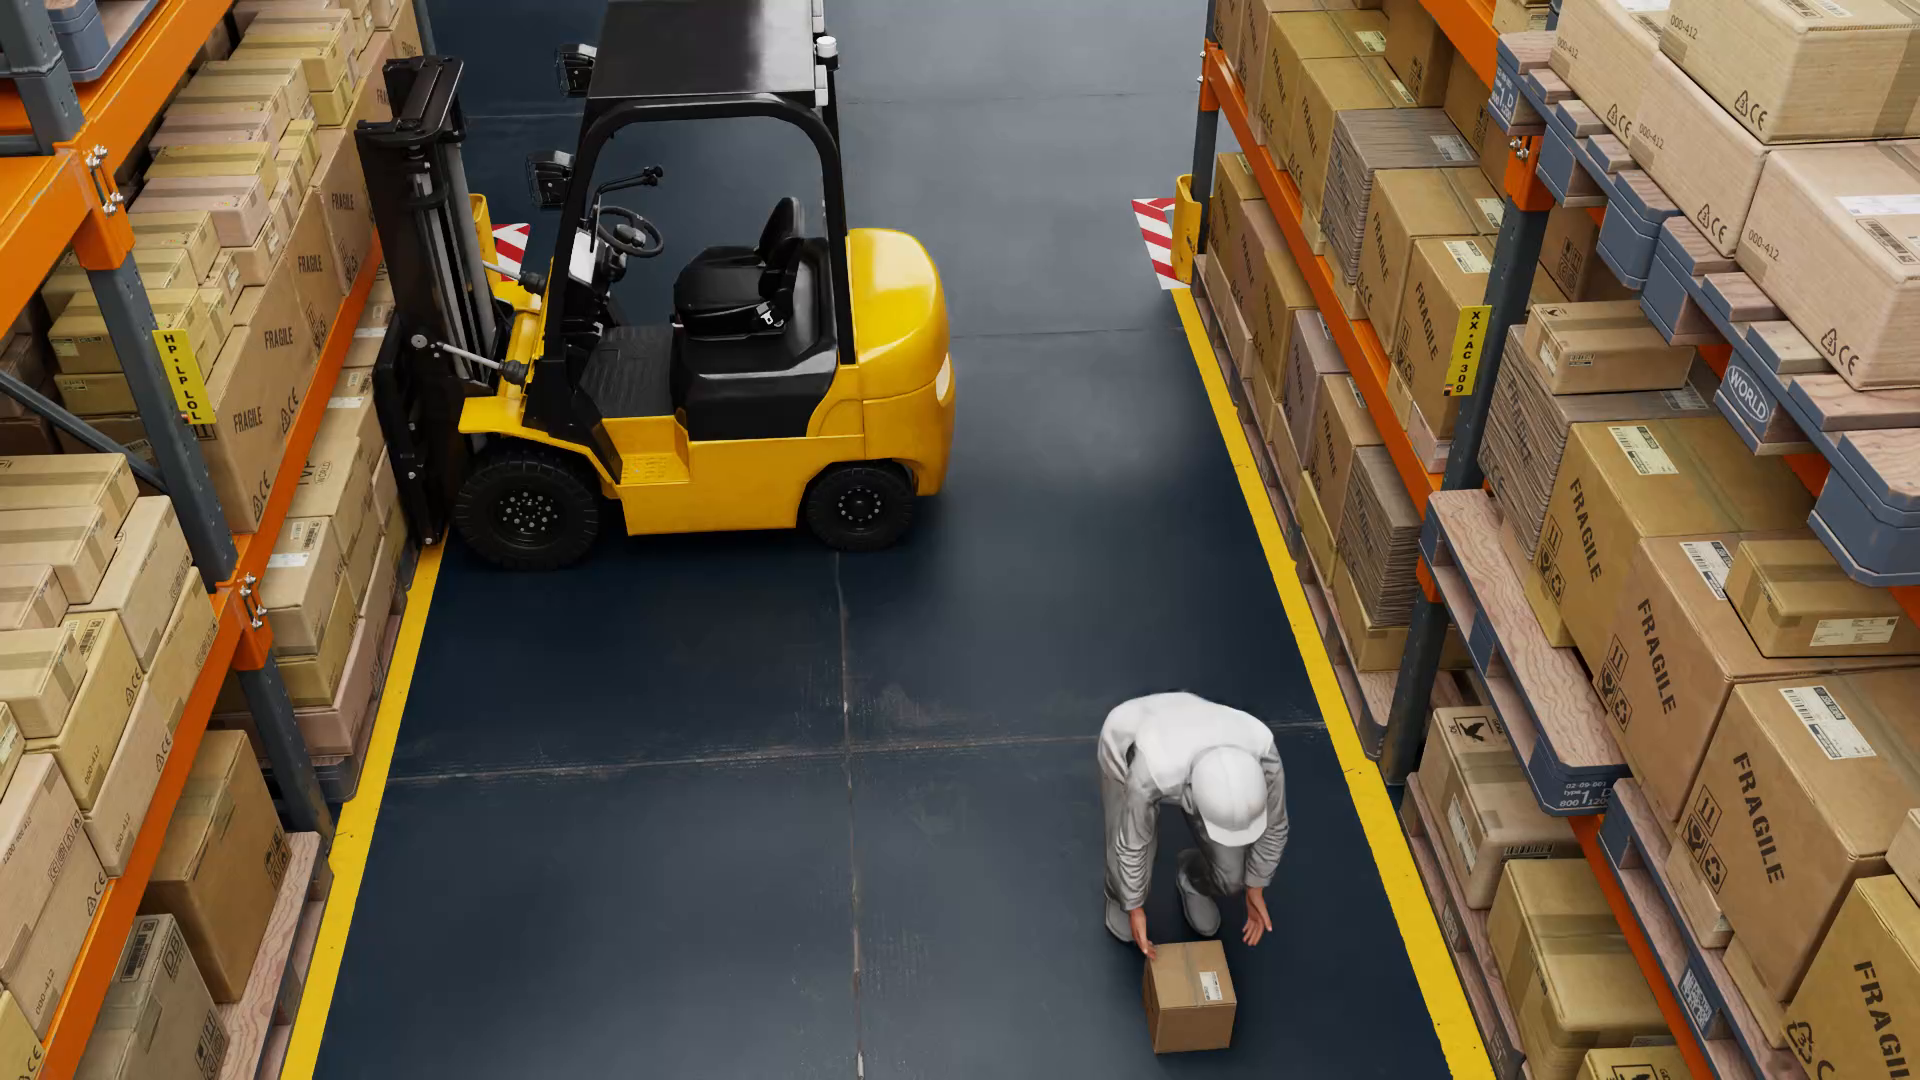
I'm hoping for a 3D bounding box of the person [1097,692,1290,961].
[{"bbox_3d":[0.758,0.910,5.478,0.568,1.182,0.861,-4,39,-5],"label":"person"}]
